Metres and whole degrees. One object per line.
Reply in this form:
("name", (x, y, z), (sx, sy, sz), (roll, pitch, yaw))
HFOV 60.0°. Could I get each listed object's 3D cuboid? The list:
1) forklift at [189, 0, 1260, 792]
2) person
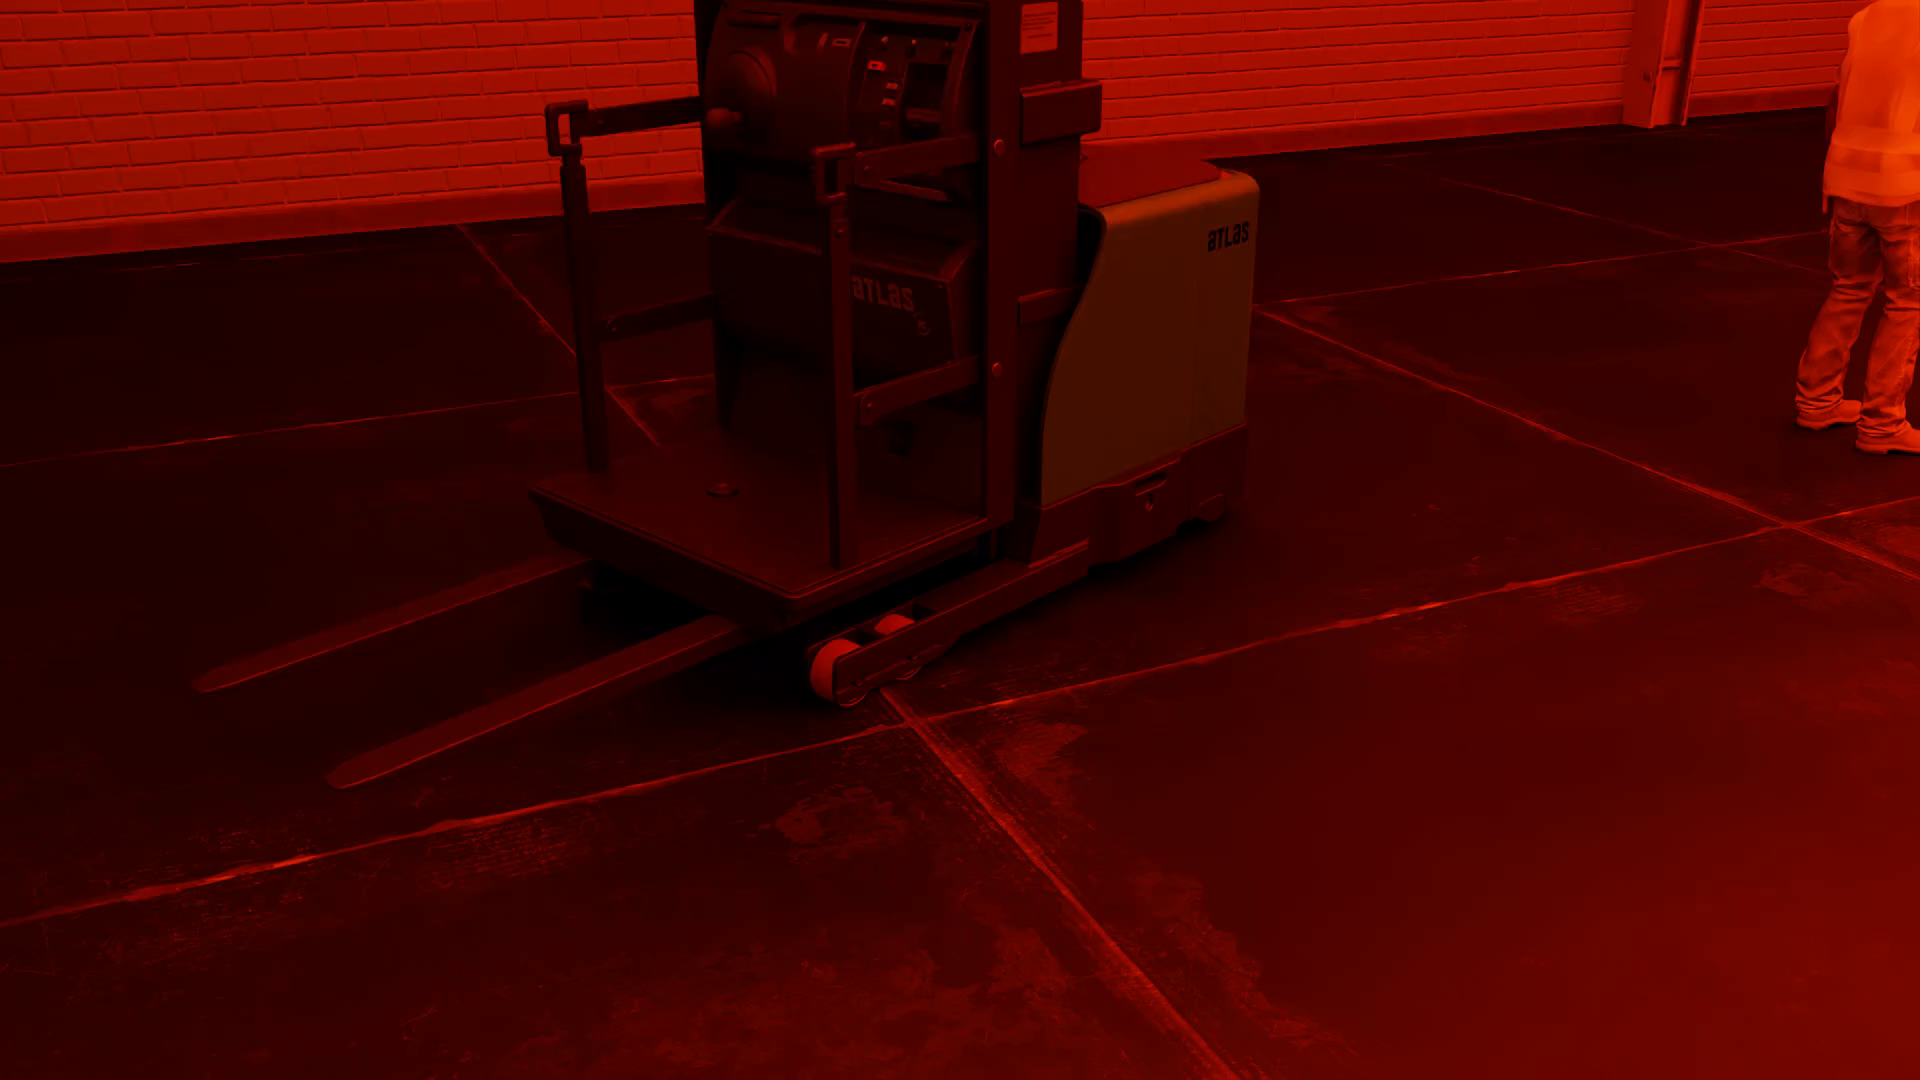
("forklift", (-0.464, -1.161, 4.081), (1.130, 2.935, 3.031), (19, 29, 39))
("person", (3.224, -1.206, 5.704), (0.449, 1.773, 0.620), (-8, 24, -17))
